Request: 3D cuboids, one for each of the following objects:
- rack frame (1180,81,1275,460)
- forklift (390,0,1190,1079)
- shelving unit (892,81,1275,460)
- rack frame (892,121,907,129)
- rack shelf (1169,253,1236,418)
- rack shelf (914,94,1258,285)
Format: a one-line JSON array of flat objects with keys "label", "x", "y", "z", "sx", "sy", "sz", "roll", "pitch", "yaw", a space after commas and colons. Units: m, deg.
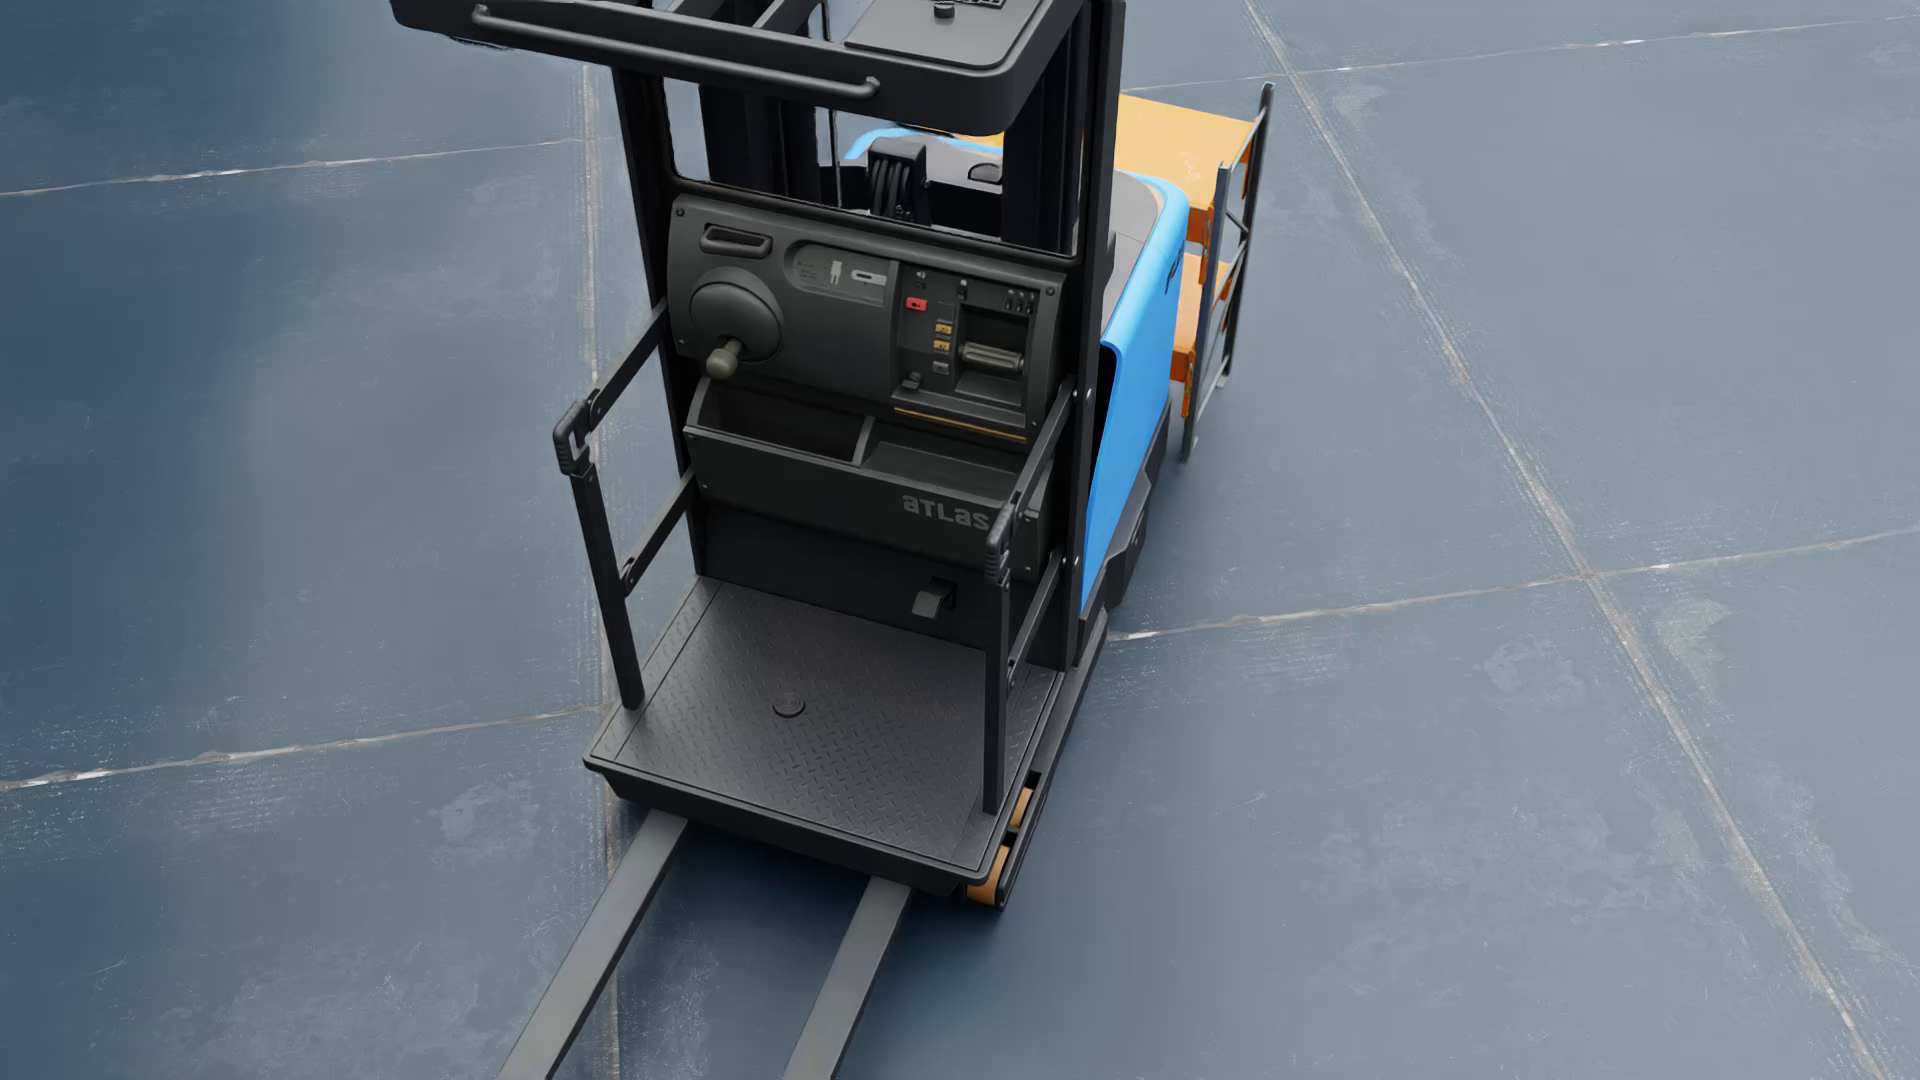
[{"label": "rack frame", "x": 0.841, "y": -0.826, "z": 5.265, "sx": 0.032, "sy": 1.125, "sz": 0.500, "roll": 17, "pitch": 48, "yaw": 16}, {"label": "forklift", "x": -0.297, "y": -0.407, "z": 3.607, "sx": 1.130, "sy": 2.935, "sz": 3.031, "roll": 14, "pitch": 48, "yaw": 13}, {"label": "shelving unit", "x": 0.373, "y": -0.969, "z": 5.403, "sx": 1.048, "sy": 1.125, "sz": 0.538, "roll": 17, "pitch": 48, "yaw": 16}, {"label": "rack frame", "x": -0.096, "y": -1.112, "z": 5.540, "sx": 0.032, "sy": 1.125, "sz": 0.500, "roll": 17, "pitch": 48, "yaw": 16}, {"label": "rack shelf", "x": 0.373, "y": -0.799, "z": 5.579, "sx": 1.000, "sy": 0.278, "sz": 0.538, "roll": 17, "pitch": 48, "yaw": 16}, {"label": "rack shelf", "x": 0.373, "y": -1.172, "z": 5.192, "sx": 1.000, "sy": 0.278, "sz": 0.538, "roll": 17, "pitch": 48, "yaw": 16}]
